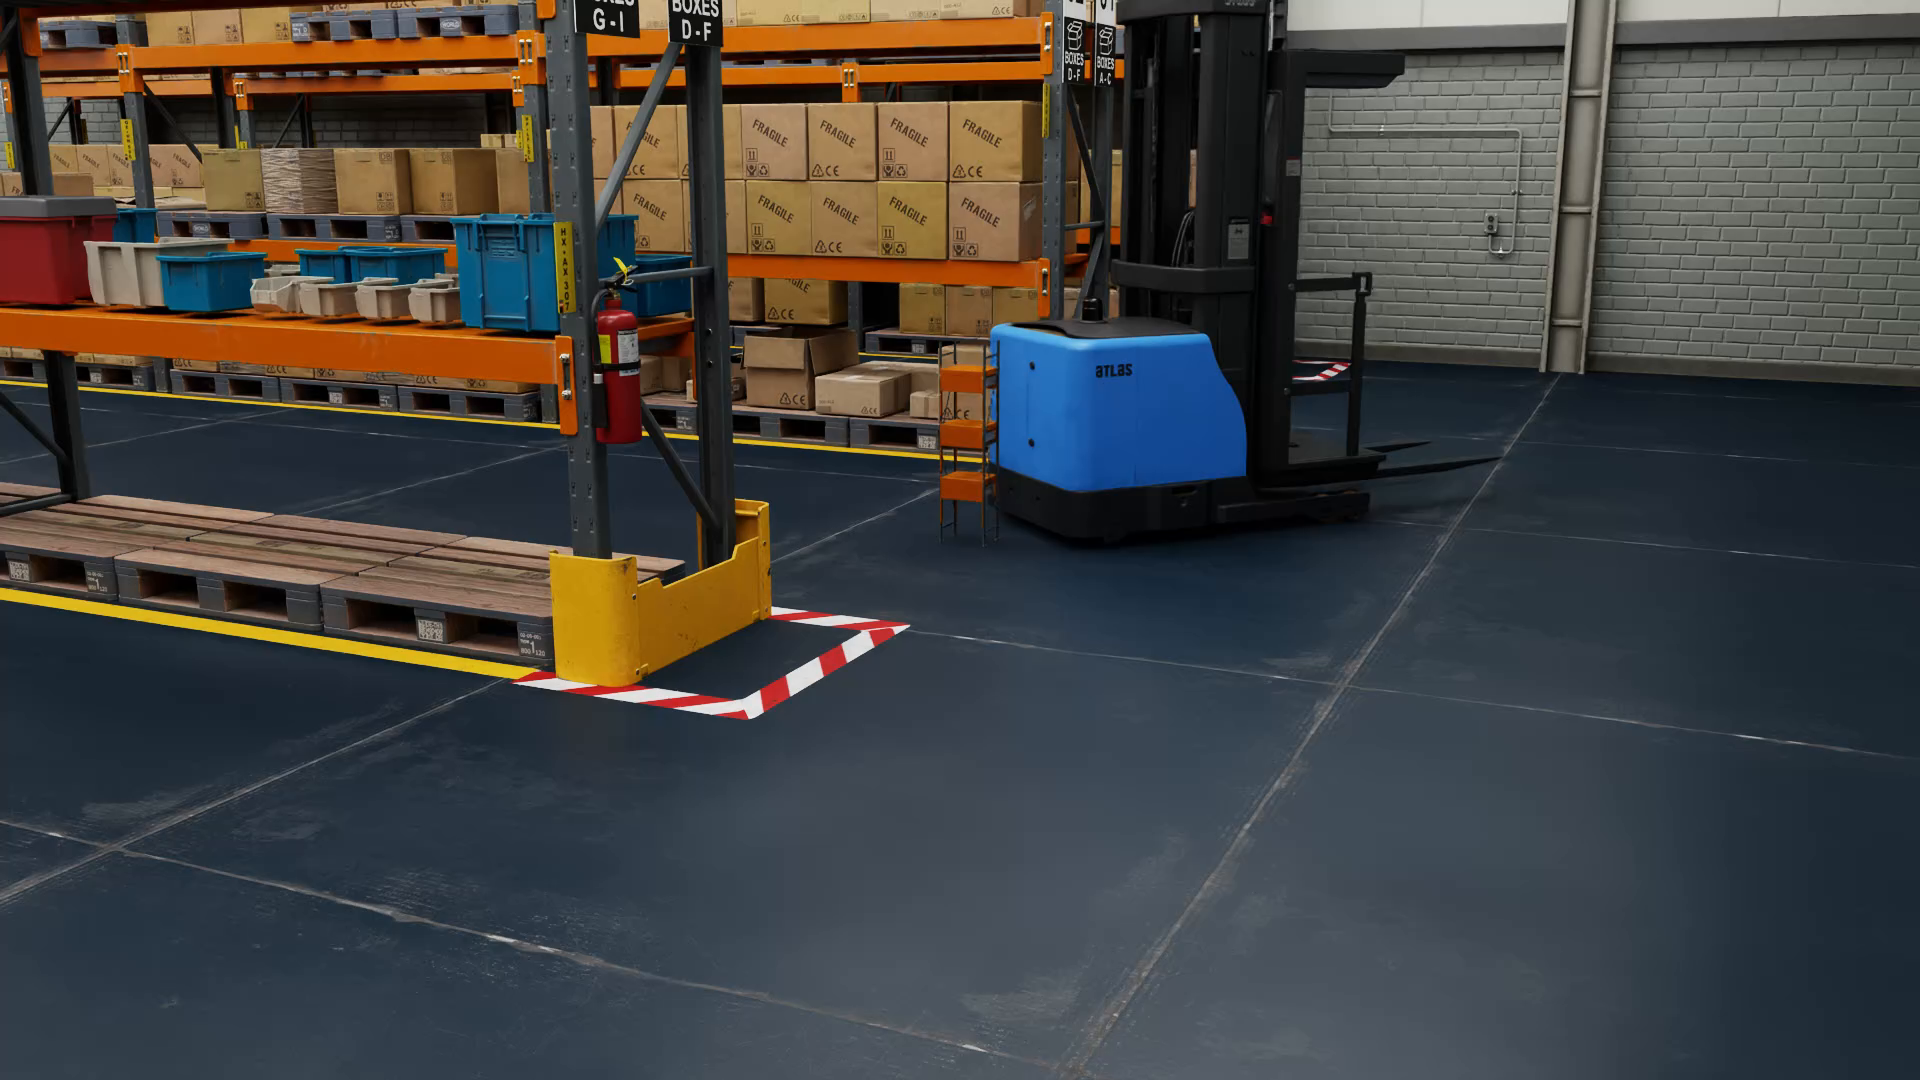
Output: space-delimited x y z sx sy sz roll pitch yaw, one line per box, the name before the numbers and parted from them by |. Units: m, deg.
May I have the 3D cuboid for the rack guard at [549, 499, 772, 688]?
rack guard | -1.204 0.187 6.863 0.348 0.500 1.175 6 14 23

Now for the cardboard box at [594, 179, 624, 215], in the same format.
cardboard box | -2.523 -2.378 12.105 0.500 0.500 0.500 6 15 25

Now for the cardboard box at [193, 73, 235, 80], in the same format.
cardboard box | -8.754 -5.723 19.749 0.500 0.500 0.500 6 15 25

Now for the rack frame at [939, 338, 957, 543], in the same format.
rack frame | -0.063 -0.517 8.662 0.008 1.050 0.200 6 14 23

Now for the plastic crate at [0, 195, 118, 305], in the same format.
plastic crate | -4.174 -1.325 7.563 0.583 0.464 0.402 6 14 23

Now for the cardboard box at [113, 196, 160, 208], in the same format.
cardboard box | -7.275 -2.884 14.673 0.500 0.311 0.500 6 14 23

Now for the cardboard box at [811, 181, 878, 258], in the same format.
cardboard box | -0.671 -2.191 11.309 0.500 0.500 0.500 6 14 24

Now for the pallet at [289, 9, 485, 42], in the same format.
pallet | -4.396 -3.973 12.965 1.003 0.211 1.213 6 14 23

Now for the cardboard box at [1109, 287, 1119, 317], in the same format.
cardboard box | 1.643 -2.176 16.016 0.500 0.500 0.700 6 14 23

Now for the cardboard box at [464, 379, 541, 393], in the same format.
cardboard box | -3.446 -1.417 12.735 0.500 0.500 0.500 6 14 23

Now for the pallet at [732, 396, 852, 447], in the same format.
pallet | -1.132 -0.900 12.127 1.213 0.211 1.003 6 14 23

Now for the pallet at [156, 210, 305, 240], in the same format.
pallet | -5.888 -2.662 13.955 1.003 0.211 1.213 6 14 23

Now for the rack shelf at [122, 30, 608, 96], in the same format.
rack shelf | -4.707 -3.729 13.088 4.000 0.370 1.077 6 14 23

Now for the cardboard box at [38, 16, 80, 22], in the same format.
cardboard box | -7.460 -4.470 14.083 0.500 0.250 0.500 6 15 25

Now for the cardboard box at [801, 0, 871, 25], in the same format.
cardboard box | -0.713 -3.535 11.018 0.500 0.250 0.500 6 14 23

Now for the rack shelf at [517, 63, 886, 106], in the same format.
rack shelf | -2.704 -4.764 17.499 4.000 0.370 1.077 6 14 23

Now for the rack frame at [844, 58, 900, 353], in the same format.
rack frame | -0.876 -3.469 16.971 0.127 3.000 1.000 6 14 23

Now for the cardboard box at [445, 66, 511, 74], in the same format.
cardboard box | -5.301 -5.276 18.257 0.500 0.311 0.500 6 14 23

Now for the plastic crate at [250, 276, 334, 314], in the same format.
plastic crate | -2.852 -1.042 7.074 0.250 0.136 0.298 6 14 23

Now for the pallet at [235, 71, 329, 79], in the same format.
pallet | -7.669 -5.498 19.466 1.003 0.211 1.213 6 14 23

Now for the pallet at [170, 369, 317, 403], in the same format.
pallet | -5.869 -1.369 14.128 1.213 0.211 1.003 6 14 23

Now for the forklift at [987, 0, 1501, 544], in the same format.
forklift | 1.705 -1.617 9.229 3.031 2.935 1.130 -6 15 -25

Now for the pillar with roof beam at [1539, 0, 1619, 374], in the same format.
pillar with roof beam | 3.857 -5.051 10.582 0.400 9.000 9.100 6 14 23

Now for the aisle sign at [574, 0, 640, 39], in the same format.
aisle sign | -1.284 -2.227 5.989 0.004 0.787 0.394 6 14 23

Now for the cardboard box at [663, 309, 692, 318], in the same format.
cardboard box | -3.115 -2.819 17.988 0.750 0.750 0.750 6 14 23

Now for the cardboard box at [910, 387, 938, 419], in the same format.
cardboard box | -0.152 -0.953 11.491 0.250 0.166 0.380 6 14 23

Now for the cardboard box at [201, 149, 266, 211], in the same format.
cardboard box | -5.915 -3.022 13.930 0.500 0.500 0.700 1 13 4

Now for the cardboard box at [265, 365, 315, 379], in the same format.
cardboard box | -5.298 -1.604 13.535 0.500 0.500 0.500 6 14 22

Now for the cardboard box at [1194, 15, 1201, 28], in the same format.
cardboard box | 2.004 -4.751 15.061 0.500 0.250 0.500 6 15 25

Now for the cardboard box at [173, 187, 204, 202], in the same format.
cardboard box | -9.198 -4.174 20.261 0.500 0.250 0.500 6 14 23

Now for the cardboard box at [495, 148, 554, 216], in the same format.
cardboard box | -3.221 -2.777 12.887 0.500 0.500 0.700 1 13 4

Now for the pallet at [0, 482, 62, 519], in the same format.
pallet | -5.577 -0.122 8.812 1.213 0.211 1.003 6 14 23

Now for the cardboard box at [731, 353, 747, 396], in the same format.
cardboard box | -1.557 -1.276 12.549 0.500 0.311 0.500 6 14 23

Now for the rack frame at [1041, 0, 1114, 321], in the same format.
rack frame | 0.778 -2.064 10.983 0.127 3.000 1.000 6 14 23

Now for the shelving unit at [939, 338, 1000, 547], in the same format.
shelving unit | 0.049 -0.506 8.614 0.252 1.050 0.215 6 14 23

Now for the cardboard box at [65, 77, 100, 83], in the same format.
cardboard box | -10.690 -5.910 20.547 0.500 0.500 0.500 7 15 26

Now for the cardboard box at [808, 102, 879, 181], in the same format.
cardboard box | -0.678 -2.676 11.187 0.500 0.500 0.500 6 15 25

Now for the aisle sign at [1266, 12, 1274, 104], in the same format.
aisle sign | 2.726 -4.295 14.801 0.004 0.787 0.394 6 14 23

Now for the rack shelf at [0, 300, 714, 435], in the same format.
rack shelf | -3.060 -0.864 7.446 4.000 0.370 1.077 6 14 23

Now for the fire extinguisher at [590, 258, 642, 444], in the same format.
fire extinguisher | -1.277 -0.701 6.163 0.183 0.674 0.296 6 14 23

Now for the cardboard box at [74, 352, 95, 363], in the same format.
cardboard box | -7.588 -1.714 14.594 0.500 0.250 0.500 6 14 23

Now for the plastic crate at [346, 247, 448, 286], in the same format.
plastic crate | -2.528 -1.190 7.497 0.300 0.233 0.416 6 14 23

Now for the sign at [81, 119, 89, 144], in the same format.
sign | -11.604 -5.411 22.021 0.005 0.325 0.100 6 14 23

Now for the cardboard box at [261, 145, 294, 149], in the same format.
cardboard box | -8.535 -4.598 20.426 0.500 0.500 0.500 5 14 22

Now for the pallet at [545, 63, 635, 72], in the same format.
pallet | -3.923 -5.159 18.021 1.003 0.211 1.213 7 15 26

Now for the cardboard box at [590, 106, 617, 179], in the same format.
cardboard box | -2.562 -2.867 11.998 0.500 0.500 0.500 6 15 25

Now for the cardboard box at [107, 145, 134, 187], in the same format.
cardboard box | -10.138 -4.632 20.570 0.500 0.500 0.500 6 15 25

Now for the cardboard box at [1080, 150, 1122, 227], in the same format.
cardboard box | 1.641 -3.355 15.829 0.700 0.700 0.980 6 14 23

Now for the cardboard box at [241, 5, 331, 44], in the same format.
cardboard box | -5.182 -4.184 13.235 0.500 0.500 0.910 6 14 23

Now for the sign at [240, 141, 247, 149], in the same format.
sign | -8.403 -4.516 19.541 0.005 0.325 0.100 6 14 23

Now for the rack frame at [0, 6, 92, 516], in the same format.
rack frame | -4.889 -1.399 8.153 0.127 3.000 1.000 6 14 23

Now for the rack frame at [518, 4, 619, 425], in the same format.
rack frame | -2.879 -2.434 12.560 0.127 3.000 1.000 6 14 23

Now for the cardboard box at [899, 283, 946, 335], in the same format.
cardboard box | -0.234 -2.366 16.822 0.500 0.500 0.700 6 14 24
